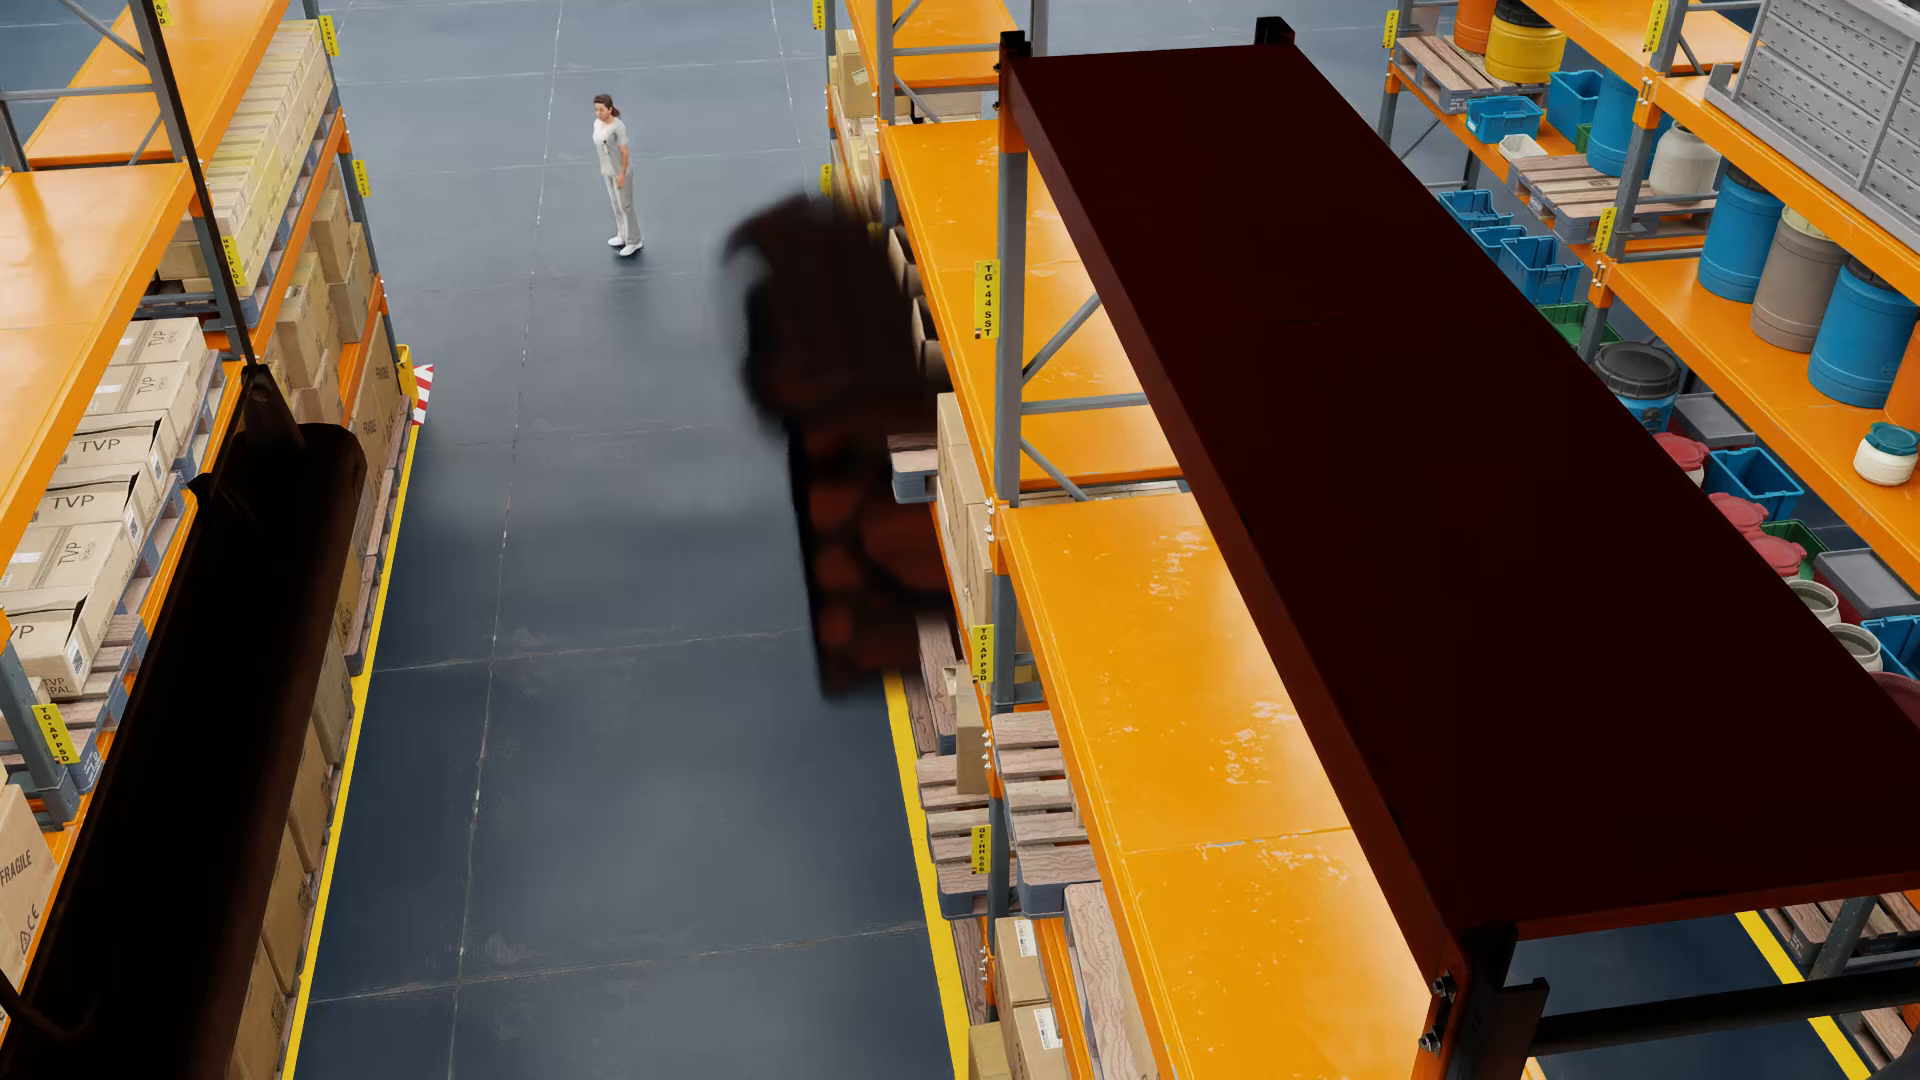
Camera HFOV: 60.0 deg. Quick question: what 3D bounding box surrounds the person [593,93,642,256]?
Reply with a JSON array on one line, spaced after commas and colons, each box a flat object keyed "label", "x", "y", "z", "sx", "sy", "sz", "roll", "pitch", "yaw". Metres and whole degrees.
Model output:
[{"label": "person", "x": -3.583, "y": -3.806, "z": 17.216, "sx": 0.458, "sy": 1.683, "sz": 0.358, "roll": 27, "pitch": 44, "yaw": 32}]
